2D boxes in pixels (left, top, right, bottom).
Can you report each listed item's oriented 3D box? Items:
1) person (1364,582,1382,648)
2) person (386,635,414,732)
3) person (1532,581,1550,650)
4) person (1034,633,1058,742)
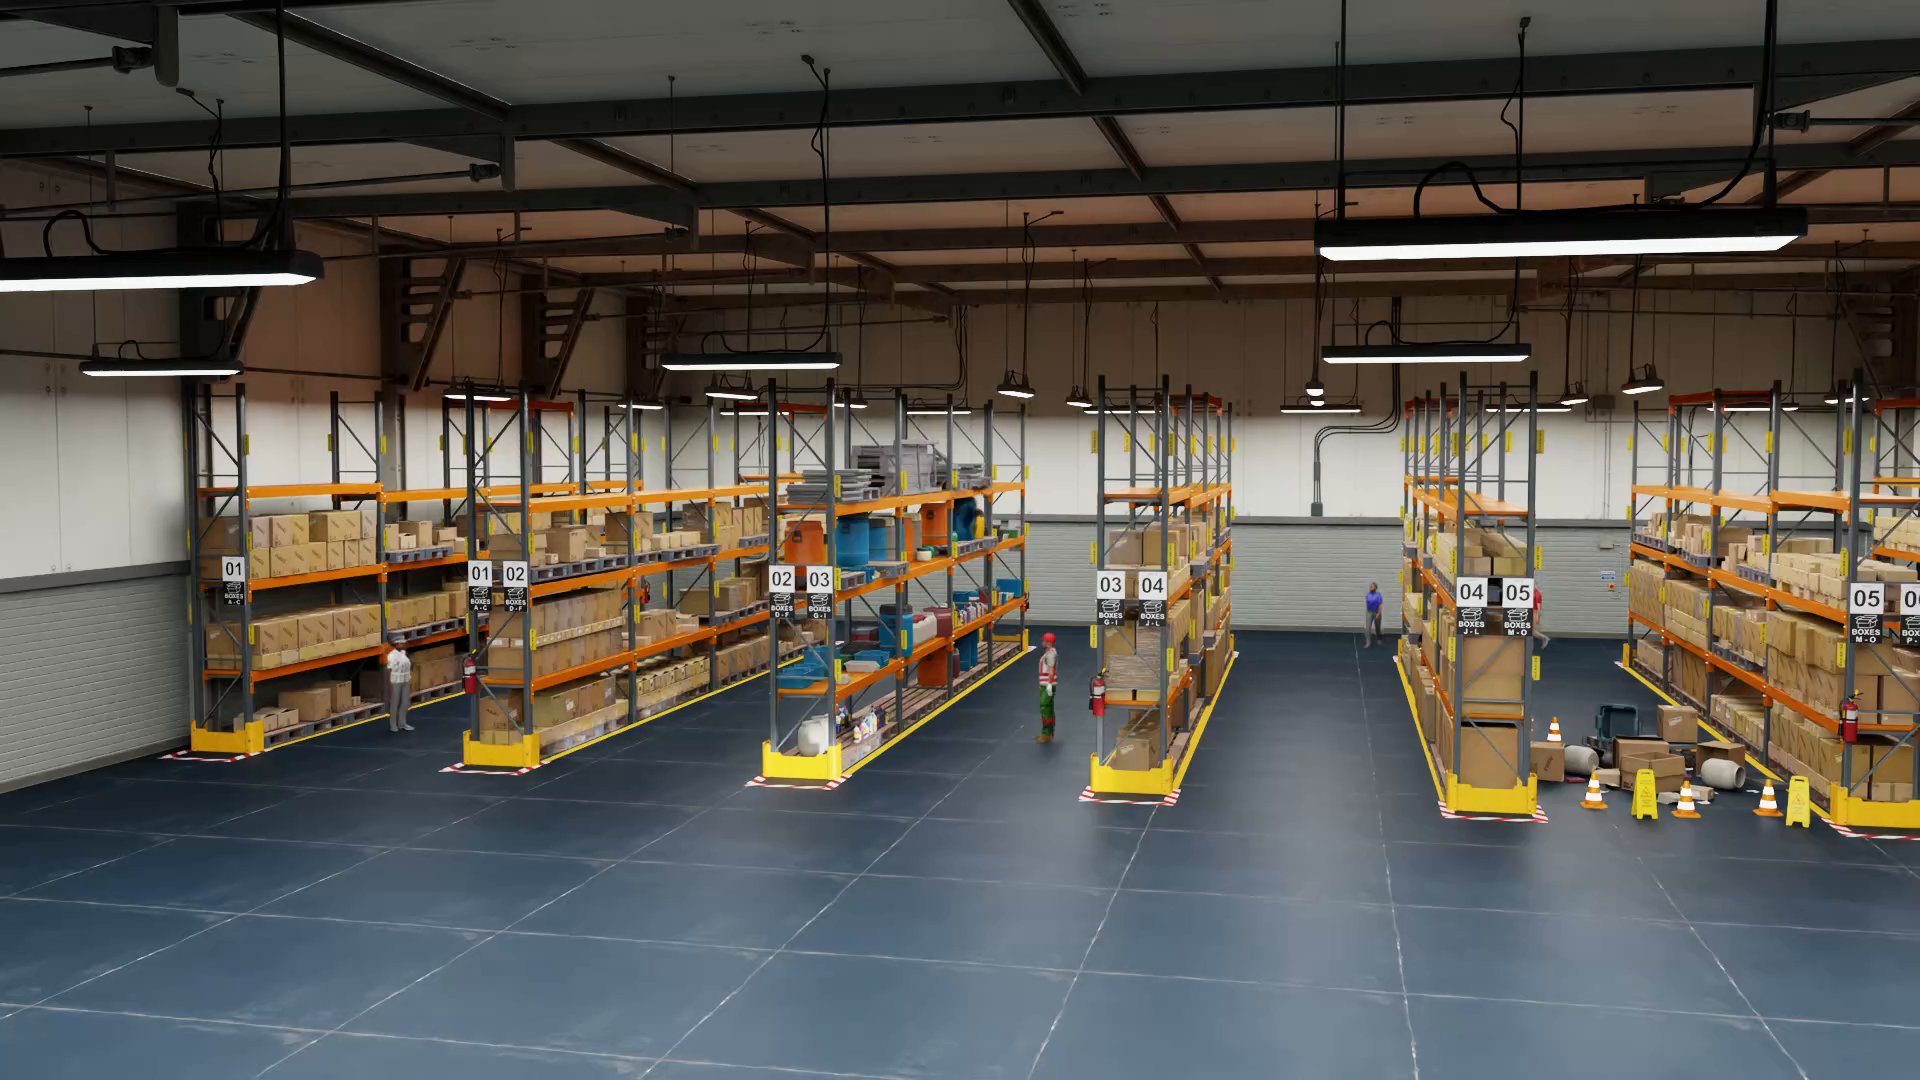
[{"bbox_3d":[10.208,1.847,41.022,0.427,1.605,0.989,1,4,22],"label":"person"},{"bbox_3d":[-9.789,2.500,29.055,0.370,1.691,0.560,2,4,28],"label":"person"},{"bbox_3d":[13.910,1.832,40.316,0.629,1.697,0.593,0,3,6],"label":"person"},{"bbox_3d":[1.470,2.496,28.261,0.379,1.820,0.637,0,3,8],"label":"person"}]
